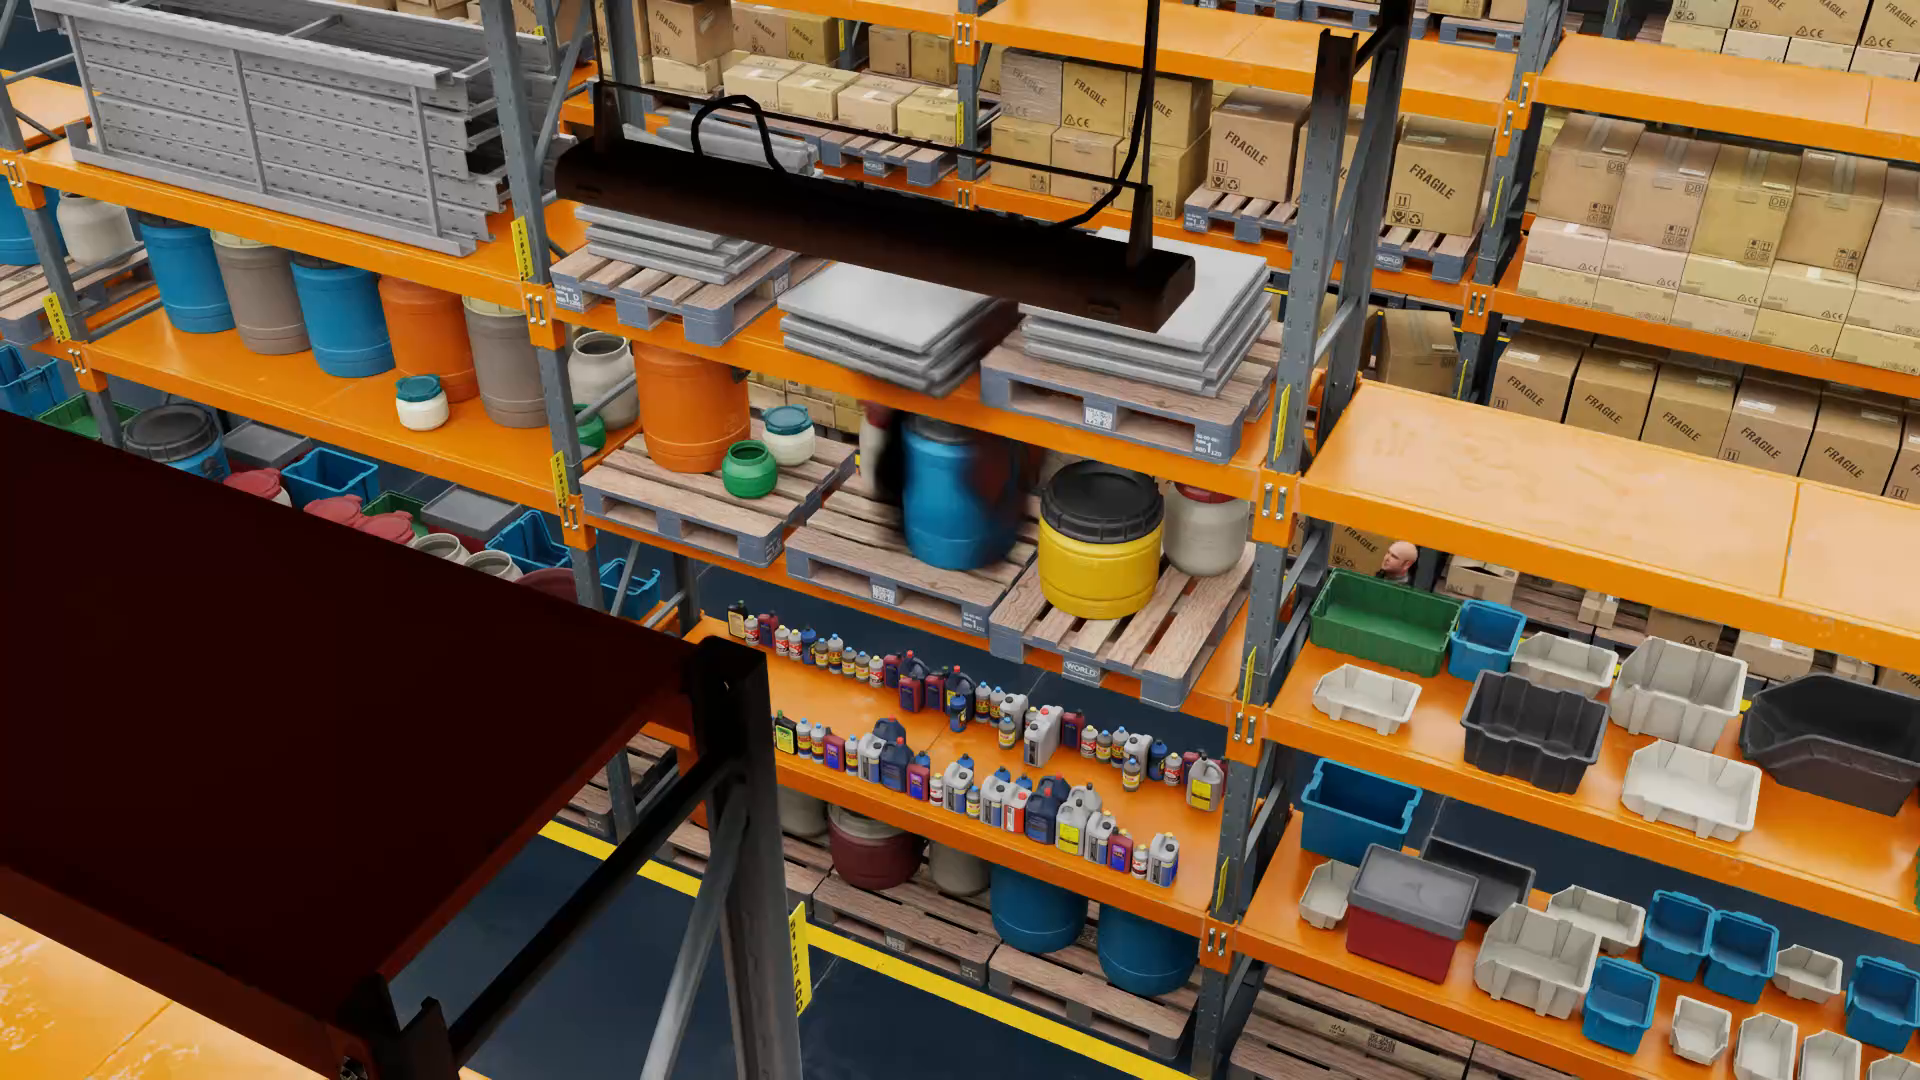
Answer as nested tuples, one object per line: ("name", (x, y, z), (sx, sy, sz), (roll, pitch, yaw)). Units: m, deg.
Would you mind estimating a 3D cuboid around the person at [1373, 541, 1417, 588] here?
("person", (2.836, 0.720, 11.381), (1.066, 1.674, 0.682), (14, 37, 19))
